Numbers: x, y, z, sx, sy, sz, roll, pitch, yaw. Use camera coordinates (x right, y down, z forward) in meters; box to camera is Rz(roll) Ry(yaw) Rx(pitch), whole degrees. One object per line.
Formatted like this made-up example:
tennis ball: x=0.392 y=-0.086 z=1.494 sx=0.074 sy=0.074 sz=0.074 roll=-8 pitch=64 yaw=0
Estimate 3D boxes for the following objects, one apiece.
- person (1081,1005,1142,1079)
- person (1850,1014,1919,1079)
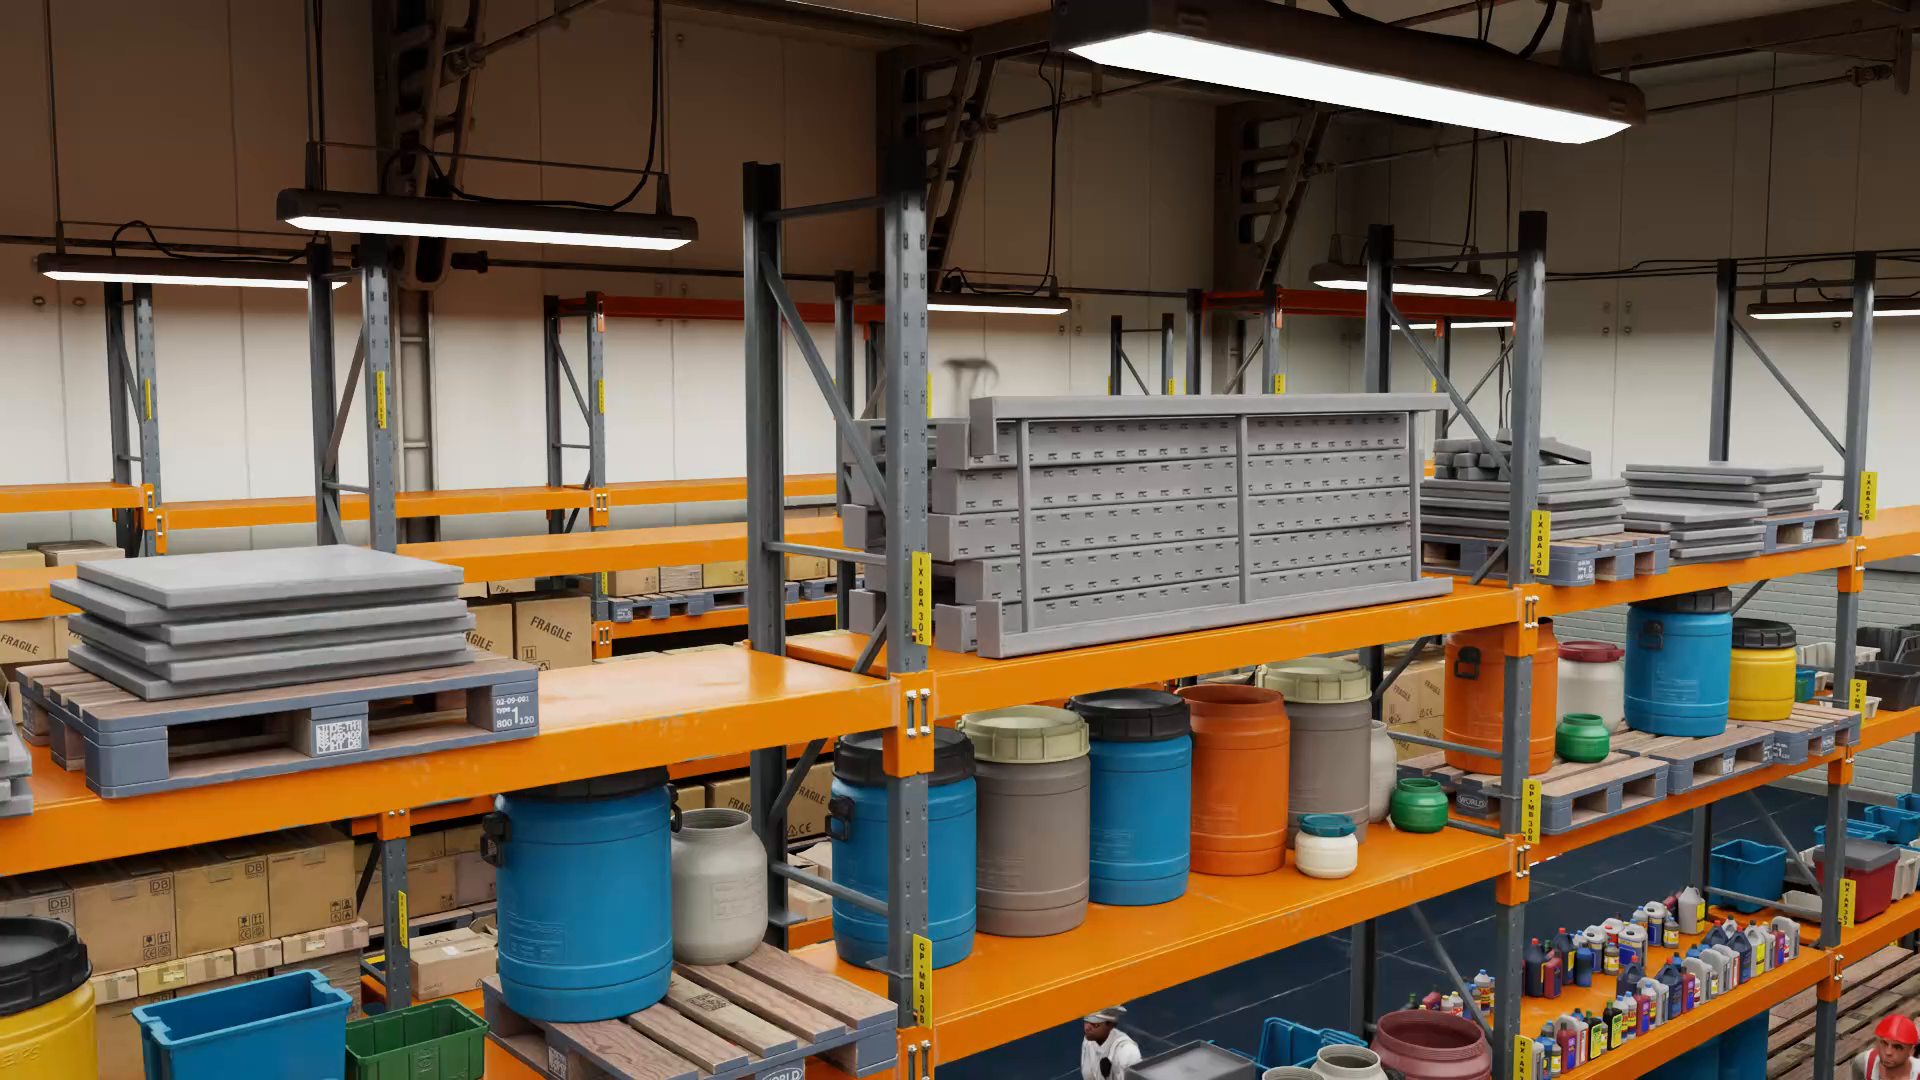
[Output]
person: x=0.901 y=3.414 z=9.805 sx=0.561 sy=1.608 sz=0.797 roll=5 pitch=8 yaw=44
person: x=5.216 y=3.429 z=9.151 sx=1.054 sy=1.773 sz=0.659 roll=-5 pitch=8 yaw=-43
